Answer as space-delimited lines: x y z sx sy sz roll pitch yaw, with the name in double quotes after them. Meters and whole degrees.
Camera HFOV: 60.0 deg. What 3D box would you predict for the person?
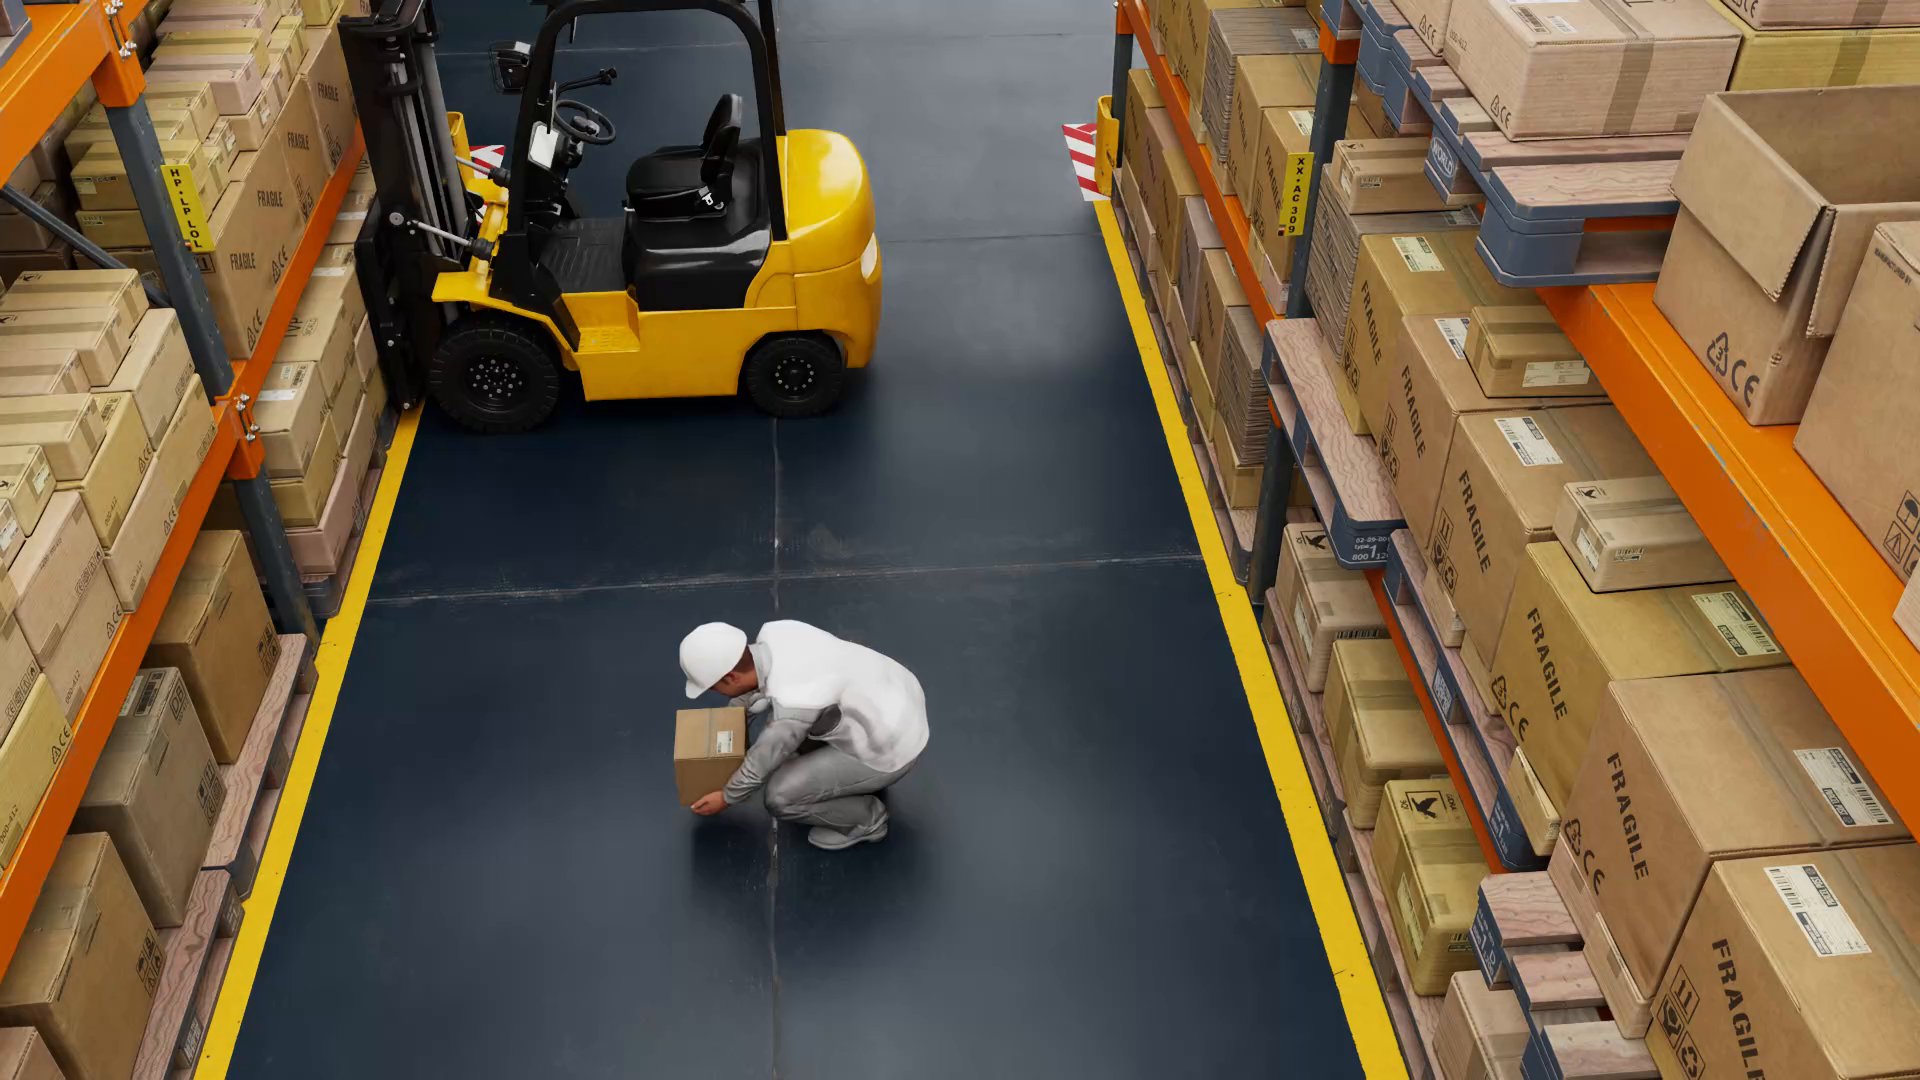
-0.551 0.644 5.953 0.873 1.005 0.537 -3 39 -4 "person"
